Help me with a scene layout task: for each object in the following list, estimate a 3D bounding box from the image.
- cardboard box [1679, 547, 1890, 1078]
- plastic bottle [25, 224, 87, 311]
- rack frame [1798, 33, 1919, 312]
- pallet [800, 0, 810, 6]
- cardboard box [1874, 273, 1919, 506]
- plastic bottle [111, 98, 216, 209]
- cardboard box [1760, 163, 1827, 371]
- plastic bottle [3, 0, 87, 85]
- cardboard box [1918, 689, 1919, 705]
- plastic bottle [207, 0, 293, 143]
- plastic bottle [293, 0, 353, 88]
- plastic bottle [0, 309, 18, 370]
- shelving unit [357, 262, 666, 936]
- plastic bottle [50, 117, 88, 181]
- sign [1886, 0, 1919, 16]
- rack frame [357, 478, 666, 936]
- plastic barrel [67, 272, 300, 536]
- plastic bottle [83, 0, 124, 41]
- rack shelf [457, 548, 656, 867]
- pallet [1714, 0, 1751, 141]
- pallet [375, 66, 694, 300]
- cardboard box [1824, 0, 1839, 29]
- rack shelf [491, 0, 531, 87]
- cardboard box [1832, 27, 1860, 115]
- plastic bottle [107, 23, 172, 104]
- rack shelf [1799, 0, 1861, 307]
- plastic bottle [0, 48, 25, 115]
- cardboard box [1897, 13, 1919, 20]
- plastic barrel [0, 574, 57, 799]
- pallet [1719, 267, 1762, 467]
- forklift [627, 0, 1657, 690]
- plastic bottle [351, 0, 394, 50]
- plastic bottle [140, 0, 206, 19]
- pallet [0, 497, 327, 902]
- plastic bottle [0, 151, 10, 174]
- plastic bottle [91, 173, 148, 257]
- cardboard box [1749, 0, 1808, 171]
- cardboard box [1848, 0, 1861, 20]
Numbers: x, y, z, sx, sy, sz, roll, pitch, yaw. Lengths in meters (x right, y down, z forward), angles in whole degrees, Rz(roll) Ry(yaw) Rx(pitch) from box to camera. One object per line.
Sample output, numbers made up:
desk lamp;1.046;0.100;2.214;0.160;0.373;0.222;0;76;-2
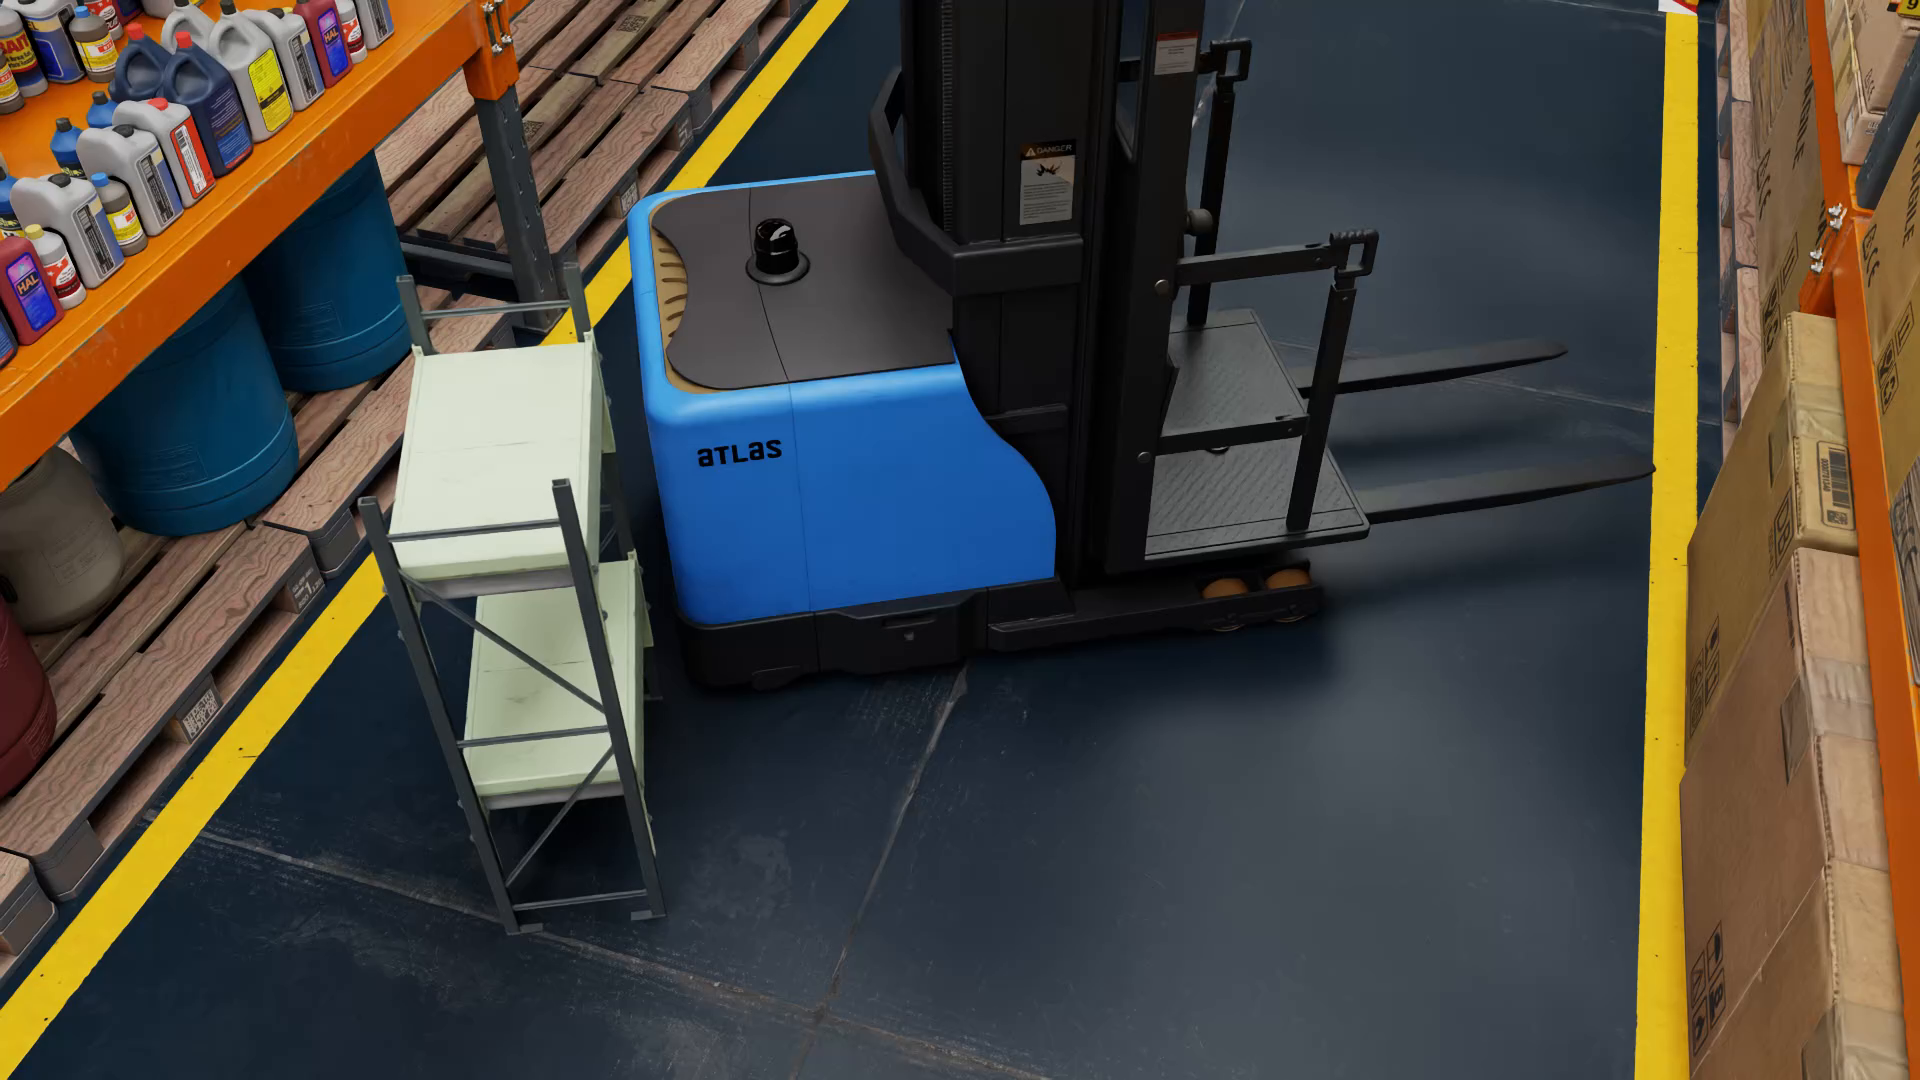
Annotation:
cardboard box;2.330;0.728;3.580;1.225;0.875;0.875;11;45;11
plastic bottle;-2.141;-0.648;3.909;0.097;0.201;0.097;0;44;0
rack frame;2.774;-0.908;4.033;1.000;3.000;0.127;13;46;13
pallet;-1.022;-3.085;8.252;1.003;0.211;1.213;13;46;13
cardboard box;2.245;-0.355;3.396;0.500;0.500;0.500;13;46;13
plastic bottle;-2.021;-1.002;4.218;0.152;0.276;0.135;13;46;13
cardboard box;3.050;-0.722;5.062;0.875;0.875;0.875;13;46;13
plastic bottle;-2.560;-1.441;4.666;0.152;0.276;0.135;13;46;13
cardboard box;1.942;0.324;2.702;0.500;0.500;0.500;13;46;13
plastic bottle;-1.913;-1.257;4.425;0.144;0.351;0.185;13;46;13
plastic bottle;-1.784;-1.420;4.640;0.061;0.283;0.133;13;46;13
plastic bottle;-2.246;-0.523;3.675;0.144;0.351;0.185;13;46;13
shelving unit;-1.004;0.189;3.984;0.431;1.500;0.755;-6;45;-6
plastic bottle;-2.186;-0.924;4.142;0.097;0.271;0.097;0;44;0
sign;2.245;-1.362;3.822;0.100;0.325;0.005;13;46;13
rack frame;-0.953;0.443;3.725;0.400;1.500;0.023;-6;45;-6
plastic barrel;-2.342;-0.526;4.843;0.600;0.901;0.708;13;46;13
plastic bottle;-2.522;-1.562;4.844;0.097;0.201;0.097;0;44;0
rack shelf;-1.003;0.422;4.212;0.431;0.370;0.720;-6;45;-6
pallet;3.818;-2.028;7.171;1.003;0.211;1.213;13;46;13
pallet;-1.761;-1.459;6.590;1.003;0.211;1.213;13;46;13
cardboard box;2.788;-1.605;4.925;0.380;0.149;0.250;13;46;13
rack shelf;-1.341;-3.033;6.719;1.077;0.370;4.000;13;46;13
cardboard box;2.632;-1.263;4.575;0.380;0.149;0.250;13;46;13
plastic bottle;-2.106;-1.165;4.331;0.144;0.351;0.185;13;46;13
rack shelf;3.380;-1.984;5.647;1.077;0.370;4.000;13;46;13
plastic bottle;-2.651;-1.278;4.553;0.097;0.201;0.097;0;44;0
cardboard box;2.658;-1.592;4.090;0.500;0.500;0.500;14;46;14
plastic barrel;-2.684;0.339;4.183;0.600;0.588;0.708;13;46;13
pallet;3.079;-0.401;5.509;1.003;0.211;1.213;13;46;13
forklift;0.612;-1.131;4.310;3.031;2.935;1.130;-8;45;-8
plastic bottle;-1.758;-1.581;4.810;0.152;0.276;0.135;13;46;13
plastic bottle;-2.374;-1.746;4.925;0.144;0.351;0.185;13;46;13
pallet;-2.587;0.361;4.730;1.003;0.211;1.213;13;46;13
plastic bottle;-2.585;-1.035;4.252;0.152;0.276;0.135;13;46;13
plastic bottle;-2.071;-0.802;4.067;0.097;0.201;0.097;0;44;0
cardboard box;3.592;-1.915;6.281;0.875;0.875;0.875;13;46;13
cardboard box;2.812;-1.656;4.692;0.500;0.250;0.500;14;46;14
